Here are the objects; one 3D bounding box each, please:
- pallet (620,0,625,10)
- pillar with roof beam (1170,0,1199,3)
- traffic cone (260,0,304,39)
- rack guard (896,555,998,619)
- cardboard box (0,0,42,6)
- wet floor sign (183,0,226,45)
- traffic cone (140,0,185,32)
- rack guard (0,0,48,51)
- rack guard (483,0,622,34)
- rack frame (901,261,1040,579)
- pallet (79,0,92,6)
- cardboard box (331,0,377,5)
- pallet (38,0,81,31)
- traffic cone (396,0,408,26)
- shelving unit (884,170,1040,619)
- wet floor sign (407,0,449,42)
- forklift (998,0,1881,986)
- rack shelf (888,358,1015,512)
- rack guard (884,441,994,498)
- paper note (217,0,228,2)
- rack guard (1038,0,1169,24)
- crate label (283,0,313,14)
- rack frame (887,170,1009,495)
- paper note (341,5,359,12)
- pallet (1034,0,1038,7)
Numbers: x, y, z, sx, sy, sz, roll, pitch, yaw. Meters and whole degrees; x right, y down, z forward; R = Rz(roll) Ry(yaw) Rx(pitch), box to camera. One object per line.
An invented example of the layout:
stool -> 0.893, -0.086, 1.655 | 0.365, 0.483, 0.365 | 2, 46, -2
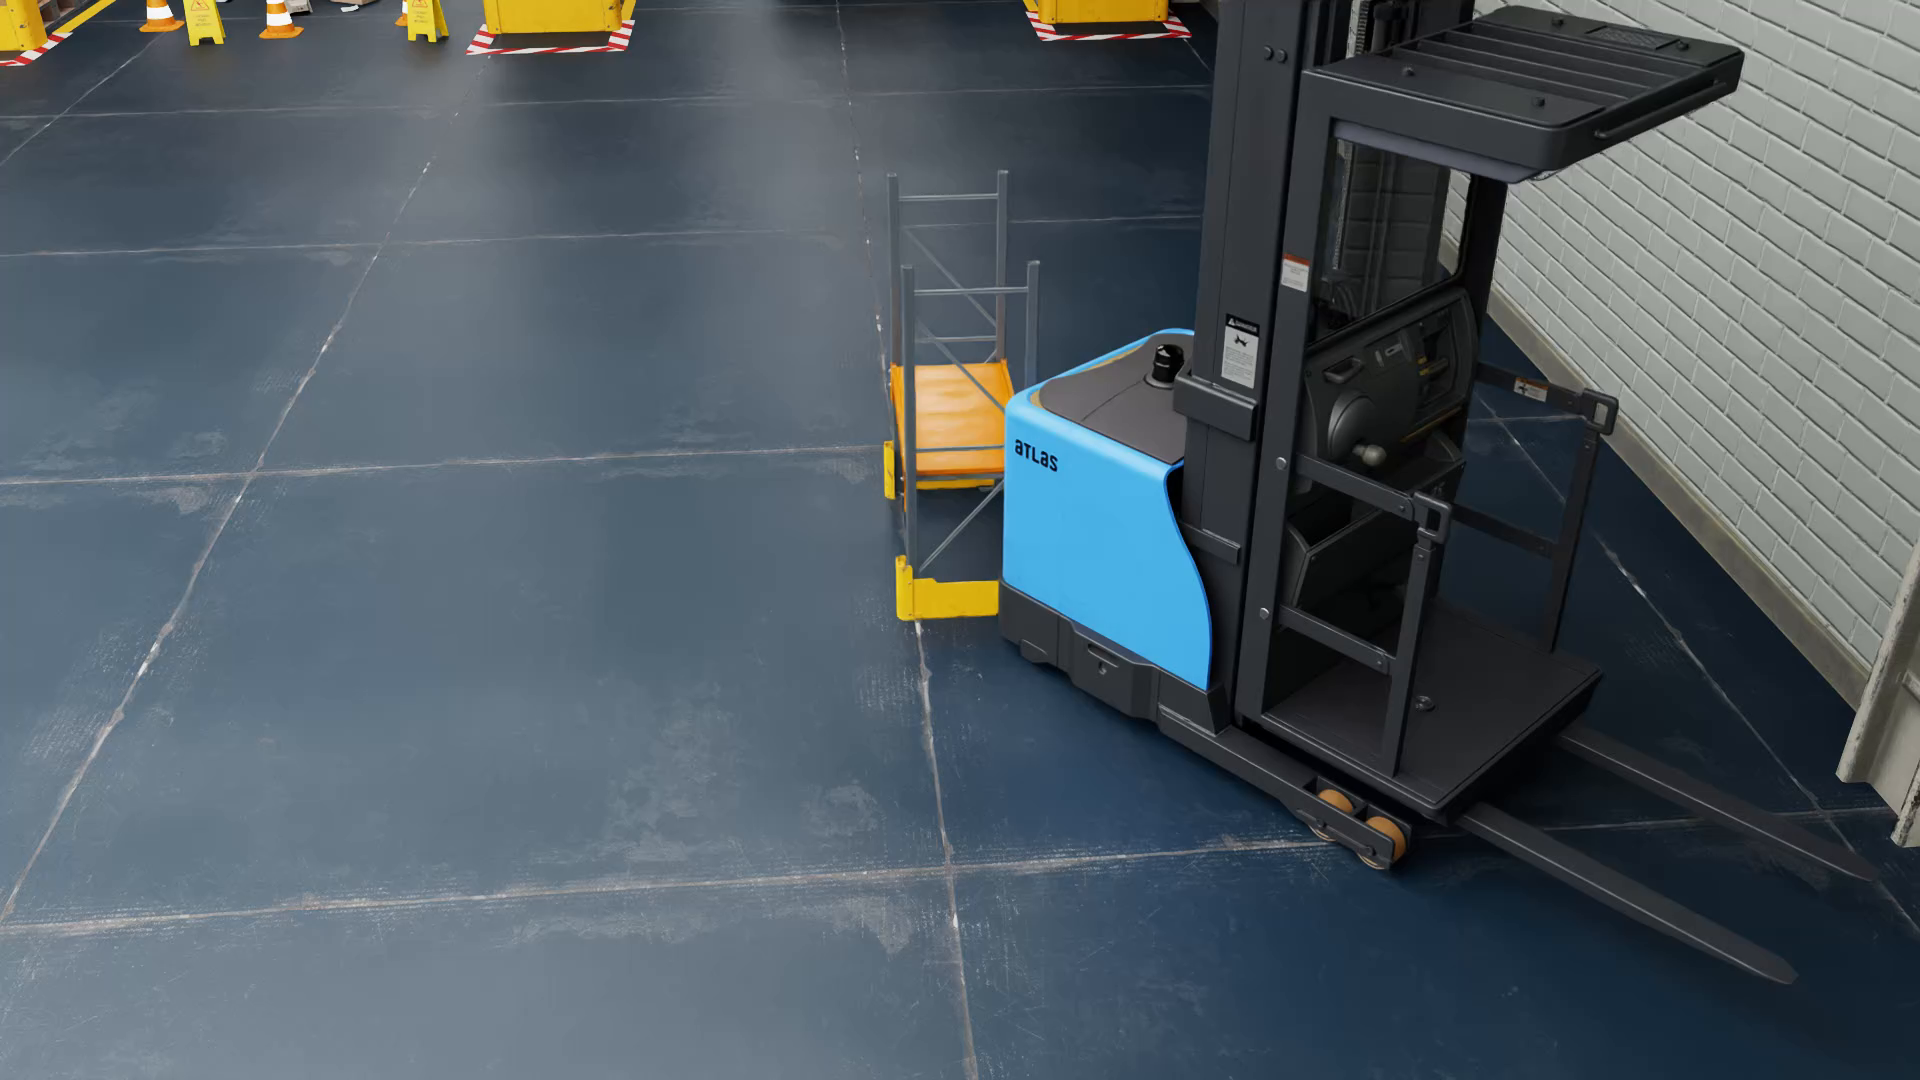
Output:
pallet -> -3.681, -5.119, 15.615 | 1.003, 0.211, 1.213 | -3, 31, -5
pillar with roof beam -> -2.145, -8.869, 13.322 | 9.100, 9.000, 0.400 | -3, 31, -5
traffic cone -> -6.031, -4.703, 14.672 | 0.336, 0.463, 0.334 | -3, 31, -5
rack guard -> 0.038, 0.178, 6.708 | 0.587, 0.250, 0.087 | -3, 31, -4
cardboard box -> -8.681, -5.184, 14.665 | 0.875, 0.875, 0.875 | -3, 31, -4
wet floor sign -> -6.578, -4.642, 14.392 | 0.267, 0.644, 0.232 | -8, 32, -13
traffic cone -> -7.188, -4.822, 14.872 | 0.336, 0.463, 0.334 | -3, 31, -5
rack guard -> -8.550, -4.487, 14.274 | 1.175, 0.500, 0.348 | -3, 31, -5
rack guard -> -3.640, -4.827, 14.843 | 1.175, 0.500, 0.348 | -3, 31, -5
rack frame -> 0.039, -0.348, 6.371 | 0.500, 1.500, 0.032 | -3, 31, -4
pallet -> -8.816, -5.401, 16.087 | 1.003, 0.211, 1.213 | -3, 31, -5
cardboard box -> -5.767, -5.209, 15.826 | 0.380, 0.149, 0.250 | 13, 33, 21
pallet -> -8.705, -4.780, 15.046 | 1.003, 0.211, 1.213 | -3, 31, -5
traffic cone -> -4.958, -4.930, 15.052 | 0.336, 0.463, 0.334 | -3, 31, -5
shelving unit -> -0.006, -0.613, 6.813 | 0.587, 1.500, 1.083 | -3, 31, -4
wet floor sign -> -4.681, -4.702, 14.493 | 0.267, 0.644, 0.232 | 8, 32, 13
forklift -> 1.535, -0.482, 5.199 | 1.130, 2.935, 3.031 | -26, 40, -37
rack shelf -> -0.005, -0.454, 6.898 | 0.538, 0.185, 1.000 | -3, 31, -4
rack guard -> -0.050, -0.331, 7.560 | 0.587, 0.250, 0.087 | -3, 31, -4
paper note -> -7.004, -5.158, 15.857 | 0.144, 0.017, 0.142 | 8, 32, 13
rack guard -> 1.311, -5.015, 15.159 | 1.175, 0.500, 0.348 | -3, 31, -5
crate label -> -6.166, -4.961, 15.423 | 0.250, 0.136, 0.298 | -20, 36, -30
rack frame -> -0.050, -0.868, 7.240 | 0.500, 1.500, 0.032 | -3, 31, -4
paper note -> -5.703, -4.974, 15.547 | 0.148, 0.019, 0.142 | -14, 33, -22
pallet -> 1.195, -5.292, 15.904 | 1.003, 0.211, 1.213 | -3, 31, -5
